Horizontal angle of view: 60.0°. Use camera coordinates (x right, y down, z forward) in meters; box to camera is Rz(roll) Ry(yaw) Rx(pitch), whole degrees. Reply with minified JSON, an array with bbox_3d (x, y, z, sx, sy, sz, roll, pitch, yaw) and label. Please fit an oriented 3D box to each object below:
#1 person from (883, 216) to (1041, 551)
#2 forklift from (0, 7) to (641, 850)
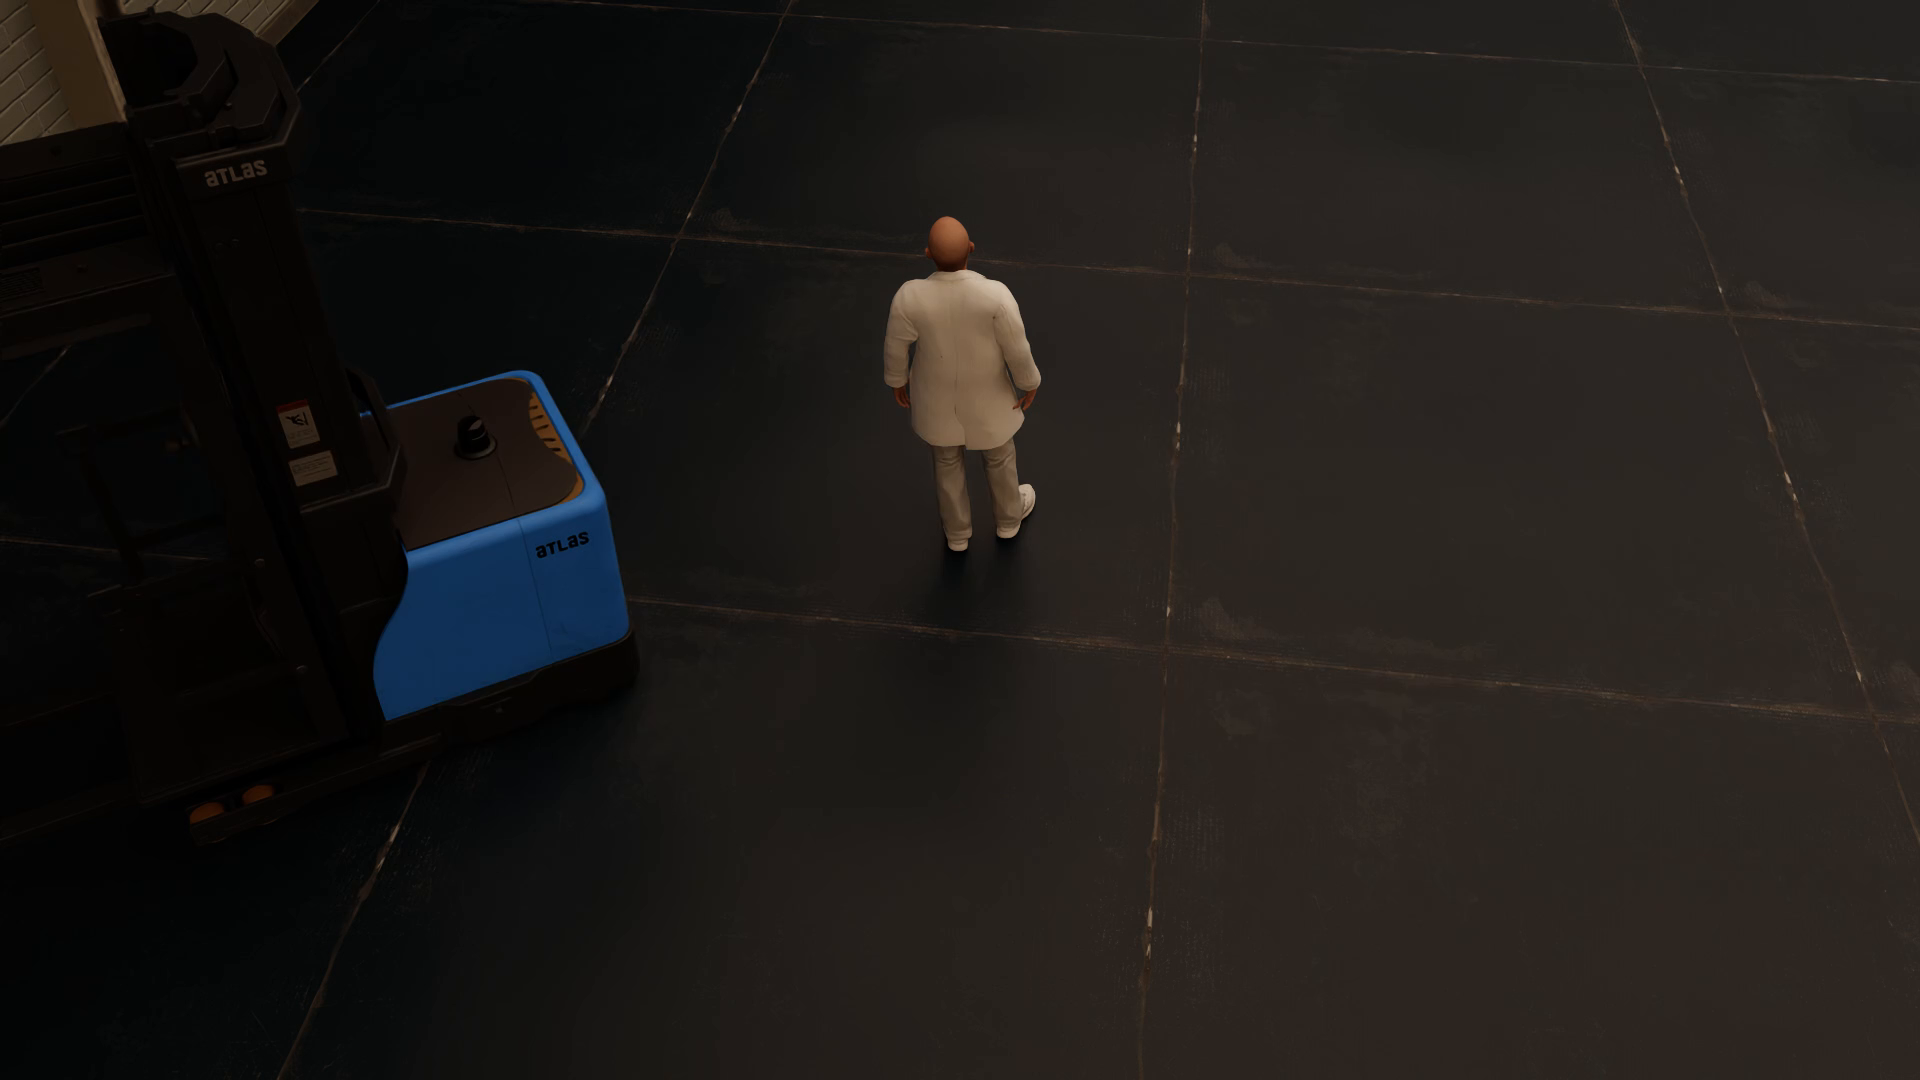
[{"bbox_3d":[0.017,-0.720,7.350,0.696,1.776,0.581,5,43,6],"label":"person"},{"bbox_3d":[-2.930,-0.291,6.041,3.031,2.935,1.130,-19,46,-20],"label":"forklift"}]
